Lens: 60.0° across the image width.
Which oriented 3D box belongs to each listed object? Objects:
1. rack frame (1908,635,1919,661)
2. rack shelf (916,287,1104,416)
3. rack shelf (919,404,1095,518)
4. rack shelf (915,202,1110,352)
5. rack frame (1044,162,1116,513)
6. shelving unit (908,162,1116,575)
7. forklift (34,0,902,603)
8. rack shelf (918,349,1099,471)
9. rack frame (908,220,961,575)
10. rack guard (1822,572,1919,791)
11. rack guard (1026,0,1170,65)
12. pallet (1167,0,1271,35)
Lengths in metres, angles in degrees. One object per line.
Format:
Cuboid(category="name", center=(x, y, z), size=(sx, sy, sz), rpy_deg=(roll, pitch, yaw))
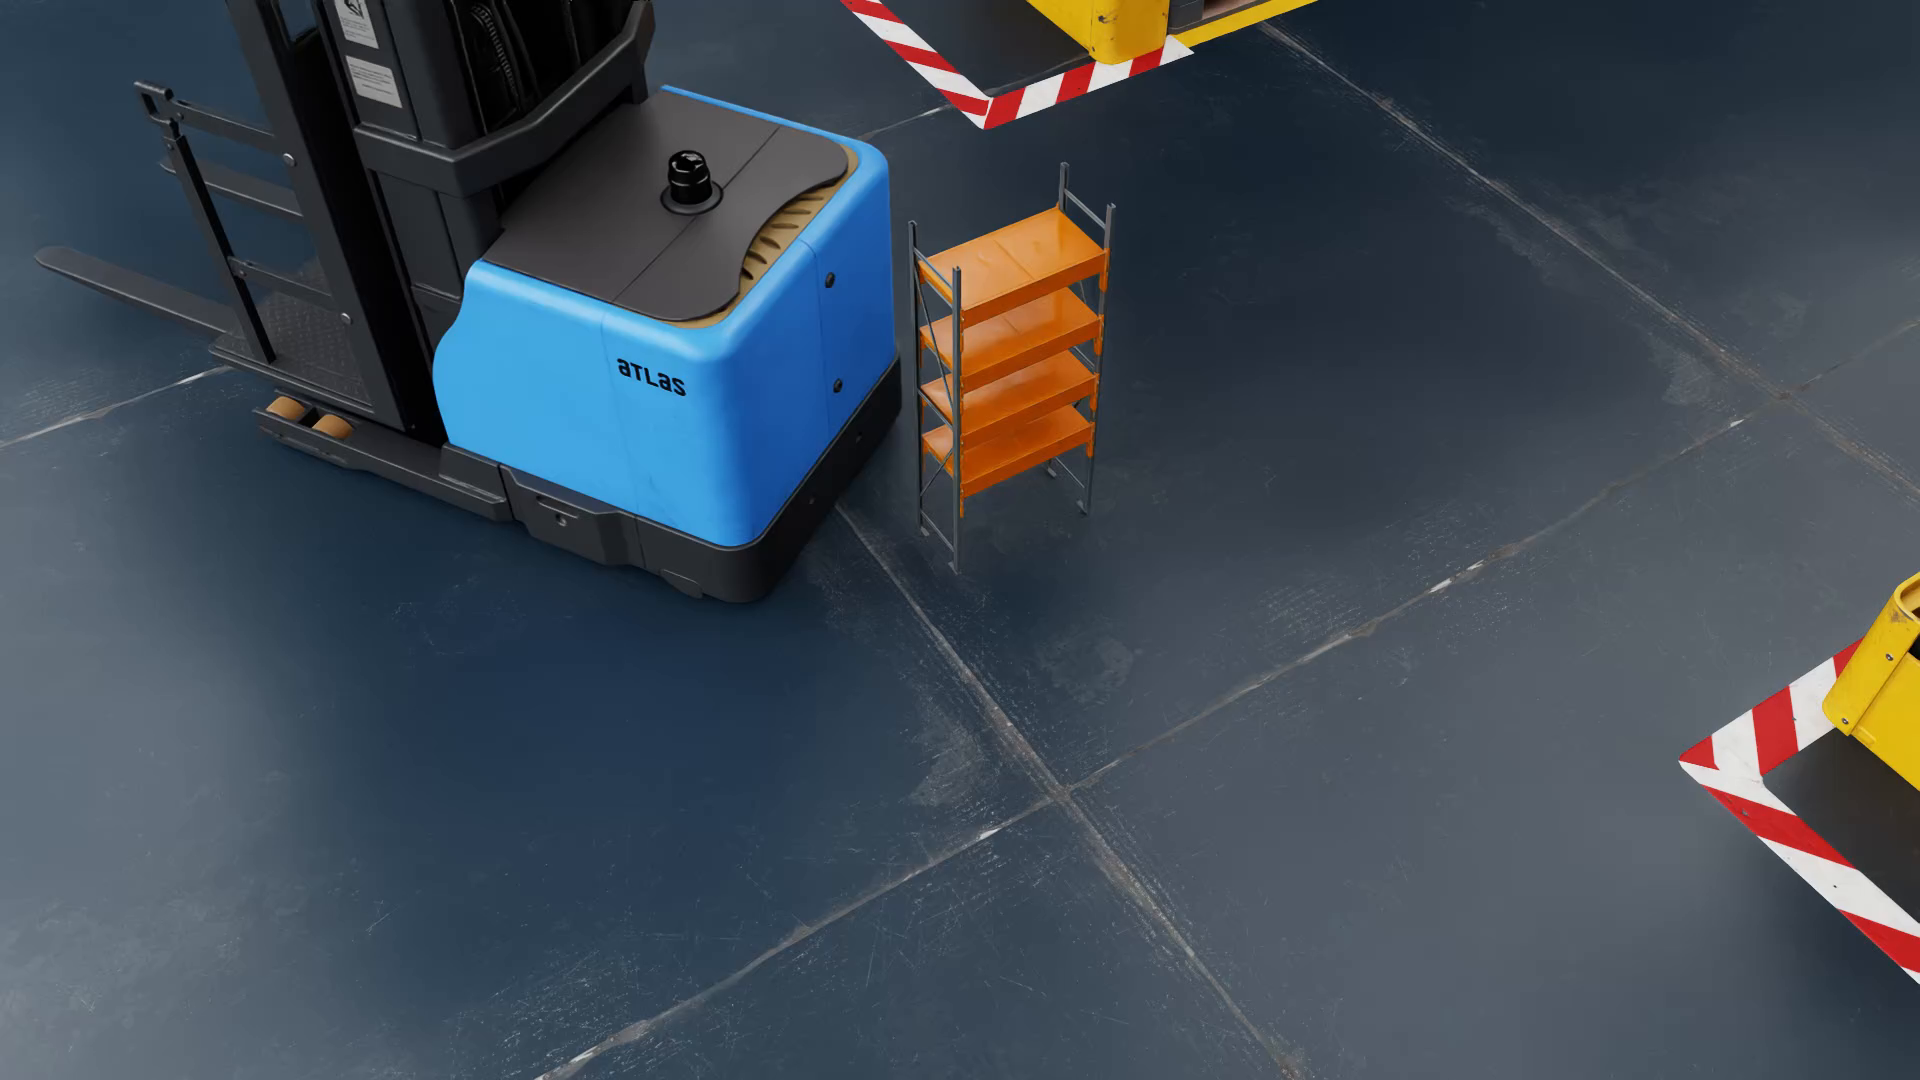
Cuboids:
Cuboid(category="rack frame", center=(2.948, -0.225, 3.442), size=(0.127, 3.000, 1.000), rpy_deg=(-25, 53, -21))
Cuboid(category="rack shelf", center=(0.140, -0.569, 4.744), size=(0.480, 0.148, 0.258), rpy_deg=(-25, 53, -21))
Cuboid(category="rack shelf", center=(0.140, -0.288, 5.059), size=(0.480, 0.148, 0.258), rpy_deg=(-25, 53, -21))
Cuboid(category="rack shelf", center=(0.140, -0.726, 4.567), size=(0.480, 0.148, 0.258), rpy_deg=(-25, 53, -21))
Cuboid(category="rack frame", center=(0.346, -0.562, 4.947), size=(0.015, 1.200, 0.240), rpy_deg=(-25, 53, -21))
Cuboid(category="shelving unit", center=(0.140, -0.465, 4.861), size=(0.503, 1.200, 0.258), rpy_deg=(-25, 53, -21))
Cuboid(category="forklift", center=(-1.749, -1.556, 4.673), size=(3.031, 2.935, 1.130), rpy_deg=(20, 51, 17))
Cuboid(category="rack shelf", center=(0.140, -0.420, 4.911), size=(0.480, 0.148, 0.258), rpy_deg=(-25, 53, -21))
Cuboid(category="rack frame", center=(-0.066, -0.368, 4.774), size=(0.015, 1.200, 0.240), rpy_deg=(-25, 53, -21))
Cuboid(category="rack guard", center=(2.928, 0.616, 4.367), size=(0.348, 0.500, 1.175), rpy_deg=(-25, 53, -21))
Cuboid(category="rack guard", center=(0.452, -2.597, 7.228), size=(0.348, 0.500, 1.175), rpy_deg=(-25, 53, -21))
Cuboid(category="pallet", center=(1.158, -2.802, 7.604), size=(1.213, 0.211, 1.003), rpy_deg=(-25, 53, -21))
